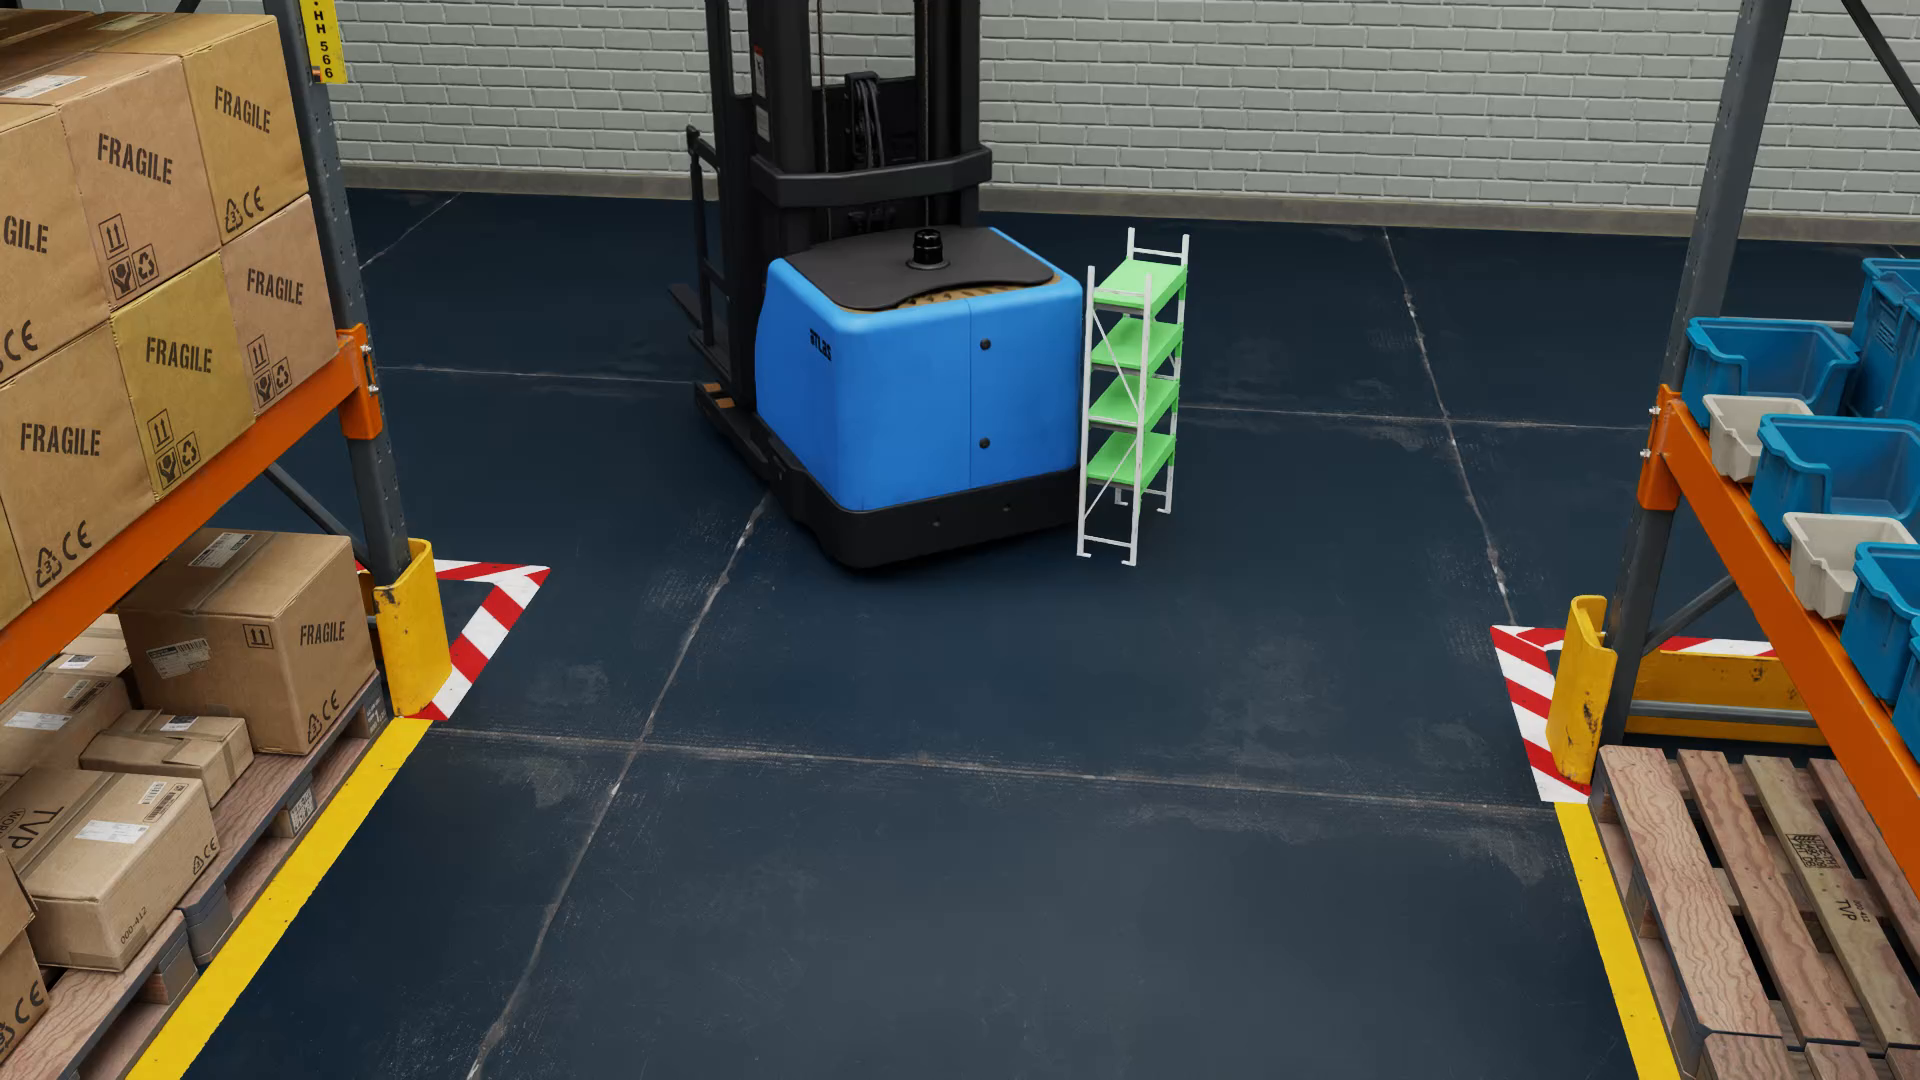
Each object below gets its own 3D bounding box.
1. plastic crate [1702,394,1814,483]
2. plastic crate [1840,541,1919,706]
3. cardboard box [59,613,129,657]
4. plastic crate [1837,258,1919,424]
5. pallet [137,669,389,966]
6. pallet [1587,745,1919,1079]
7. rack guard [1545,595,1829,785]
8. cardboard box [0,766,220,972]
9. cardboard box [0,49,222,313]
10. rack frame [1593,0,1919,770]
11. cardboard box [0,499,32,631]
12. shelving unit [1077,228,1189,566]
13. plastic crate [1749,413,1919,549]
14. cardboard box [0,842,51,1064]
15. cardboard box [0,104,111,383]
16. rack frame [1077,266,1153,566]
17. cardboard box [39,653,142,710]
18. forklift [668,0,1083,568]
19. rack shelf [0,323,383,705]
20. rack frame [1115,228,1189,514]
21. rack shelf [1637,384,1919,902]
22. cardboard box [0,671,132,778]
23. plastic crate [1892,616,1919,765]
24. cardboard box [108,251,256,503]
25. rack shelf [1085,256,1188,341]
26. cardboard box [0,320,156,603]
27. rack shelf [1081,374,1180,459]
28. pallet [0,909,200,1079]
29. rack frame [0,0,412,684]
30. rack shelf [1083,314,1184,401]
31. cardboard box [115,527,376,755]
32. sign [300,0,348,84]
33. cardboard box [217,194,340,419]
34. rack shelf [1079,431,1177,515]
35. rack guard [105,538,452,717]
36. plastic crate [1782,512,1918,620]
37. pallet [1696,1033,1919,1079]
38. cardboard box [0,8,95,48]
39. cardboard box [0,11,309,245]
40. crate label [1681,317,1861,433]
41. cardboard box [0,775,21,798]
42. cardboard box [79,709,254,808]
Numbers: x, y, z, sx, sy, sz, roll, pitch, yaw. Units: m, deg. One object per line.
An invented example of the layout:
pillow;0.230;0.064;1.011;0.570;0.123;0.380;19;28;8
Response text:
plastic crate;2.055;-0.246;4.259;0.250;0.136;0.298;3;28;6
plastic crate;2.015;0.185;3.358;0.416;0.233;0.300;3;28;6
cardboard box;-2.775;0.370;5.443;0.380;0.149;0.250;3;28;6
plastic crate;2.677;-0.453;4.327;0.616;0.435;0.499;3;28;6
pallet;-2.489;0.770;5.099;1.003;0.211;1.213;3;28;6
pallet;2.393;1.034;4.608;1.003;0.211;1.213;3;28;6
rack guard;2.523;0.509;5.278;1.175;0.500;0.348;3;28;6
cardboard box;-2.351;0.864;4.420;0.500;0.250;0.500;3;28;6
cardboard box;-2.225;-0.890;4.079;0.500;0.500;0.500;4;29;8
rack frame;2.533;-0.579;4.663;1.000;3.000;0.127;3;28;6
cardboard box;-2.356;0.030;3.427;0.500;0.500;0.500;3;28;5
shelving unit;0.675;-0.557;6.518;0.258;1.200;0.503;11;30;20
plastic crate;2.095;-0.125;3.933;0.416;0.233;0.300;3;28;6
cardboard box;-2.648;1.035;3.835;0.797;0.503;0.637;3;28;6
cardboard box;-2.284;-0.645;3.626;0.500;0.500;0.500;4;29;8
rack frame;0.582;-0.450;6.320;0.240;1.200;0.015;11;30;20
cardboard box;-2.806;0.480;5.221;0.380;0.166;0.250;3;28;6
forklift;-0.594;-1.858;7.108;1.130;2.935;3.031;-12;31;-22
rack shelf;-2.628;0.389;3.623;1.077;0.370;4.000;3;28;6
rack frame;0.769;-0.664;6.717;0.240;1.200;0.015;11;30;20
rack shelf;2.288;0.679;3.086;1.077;0.370;4.000;3;28;6
cardboard box;-2.792;0.623;4.867;0.500;0.250;0.500;3;28;6
plastic crate;1.978;0.326;3.095;0.416;0.233;0.300;3;28;6
cardboard box;-2.227;-0.442;4.302;0.500;0.500;0.500;4;29;7
rack shelf;0.675;-0.923;6.321;0.258;0.148;0.480;11;30;20
cardboard box;-2.294;-0.207;3.867;0.500;0.500;0.500;4;29;7
rack shelf;0.675;-0.501;6.549;0.258;0.148;0.480;11;30;20
pallet;-2.641;1.343;4.036;1.003;0.211;1.213;3;28;6
rack frame;-2.383;-0.869;5.200;1.000;3.000;0.127;3;28;6
rack shelf;0.675;-0.712;6.435;0.258;0.148;0.480;11;30;20
cardboard box;-2.205;0.308;5.187;0.500;0.500;0.500;3;28;6
sign;-1.834;-1.476;4.773;0.100;0.325;0.005;3;28;6
cardboard box;-2.167;-0.686;4.756;0.500;0.500;0.500;4;29;8
rack shelf;0.675;-0.289;6.663;0.258;0.148;0.480;11;30;20
rack guard;-2.392;0.267;5.727;1.175;0.500;0.348;3;28;6
plastic crate;1.971;0.073;3.667;0.250;0.136;0.298;3;28;6
pallet;2.241;1.607;3.545;1.003;0.211;1.213;3;28;6
cardboard box;-2.699;-1.160;4.580;0.500;0.500;0.500;4;29;8
cardboard box;-2.164;-1.128;4.521;0.500;0.500;0.500;3;28;6
crate label;2.176;-0.435;4.508;0.416;0.233;0.303;3;28;6
cardboard box;-2.853;0.858;4.430;0.500;0.250;0.500;3;28;6
cardboard box;-2.344;0.640;4.922;0.380;0.166;0.250;3;28;6
